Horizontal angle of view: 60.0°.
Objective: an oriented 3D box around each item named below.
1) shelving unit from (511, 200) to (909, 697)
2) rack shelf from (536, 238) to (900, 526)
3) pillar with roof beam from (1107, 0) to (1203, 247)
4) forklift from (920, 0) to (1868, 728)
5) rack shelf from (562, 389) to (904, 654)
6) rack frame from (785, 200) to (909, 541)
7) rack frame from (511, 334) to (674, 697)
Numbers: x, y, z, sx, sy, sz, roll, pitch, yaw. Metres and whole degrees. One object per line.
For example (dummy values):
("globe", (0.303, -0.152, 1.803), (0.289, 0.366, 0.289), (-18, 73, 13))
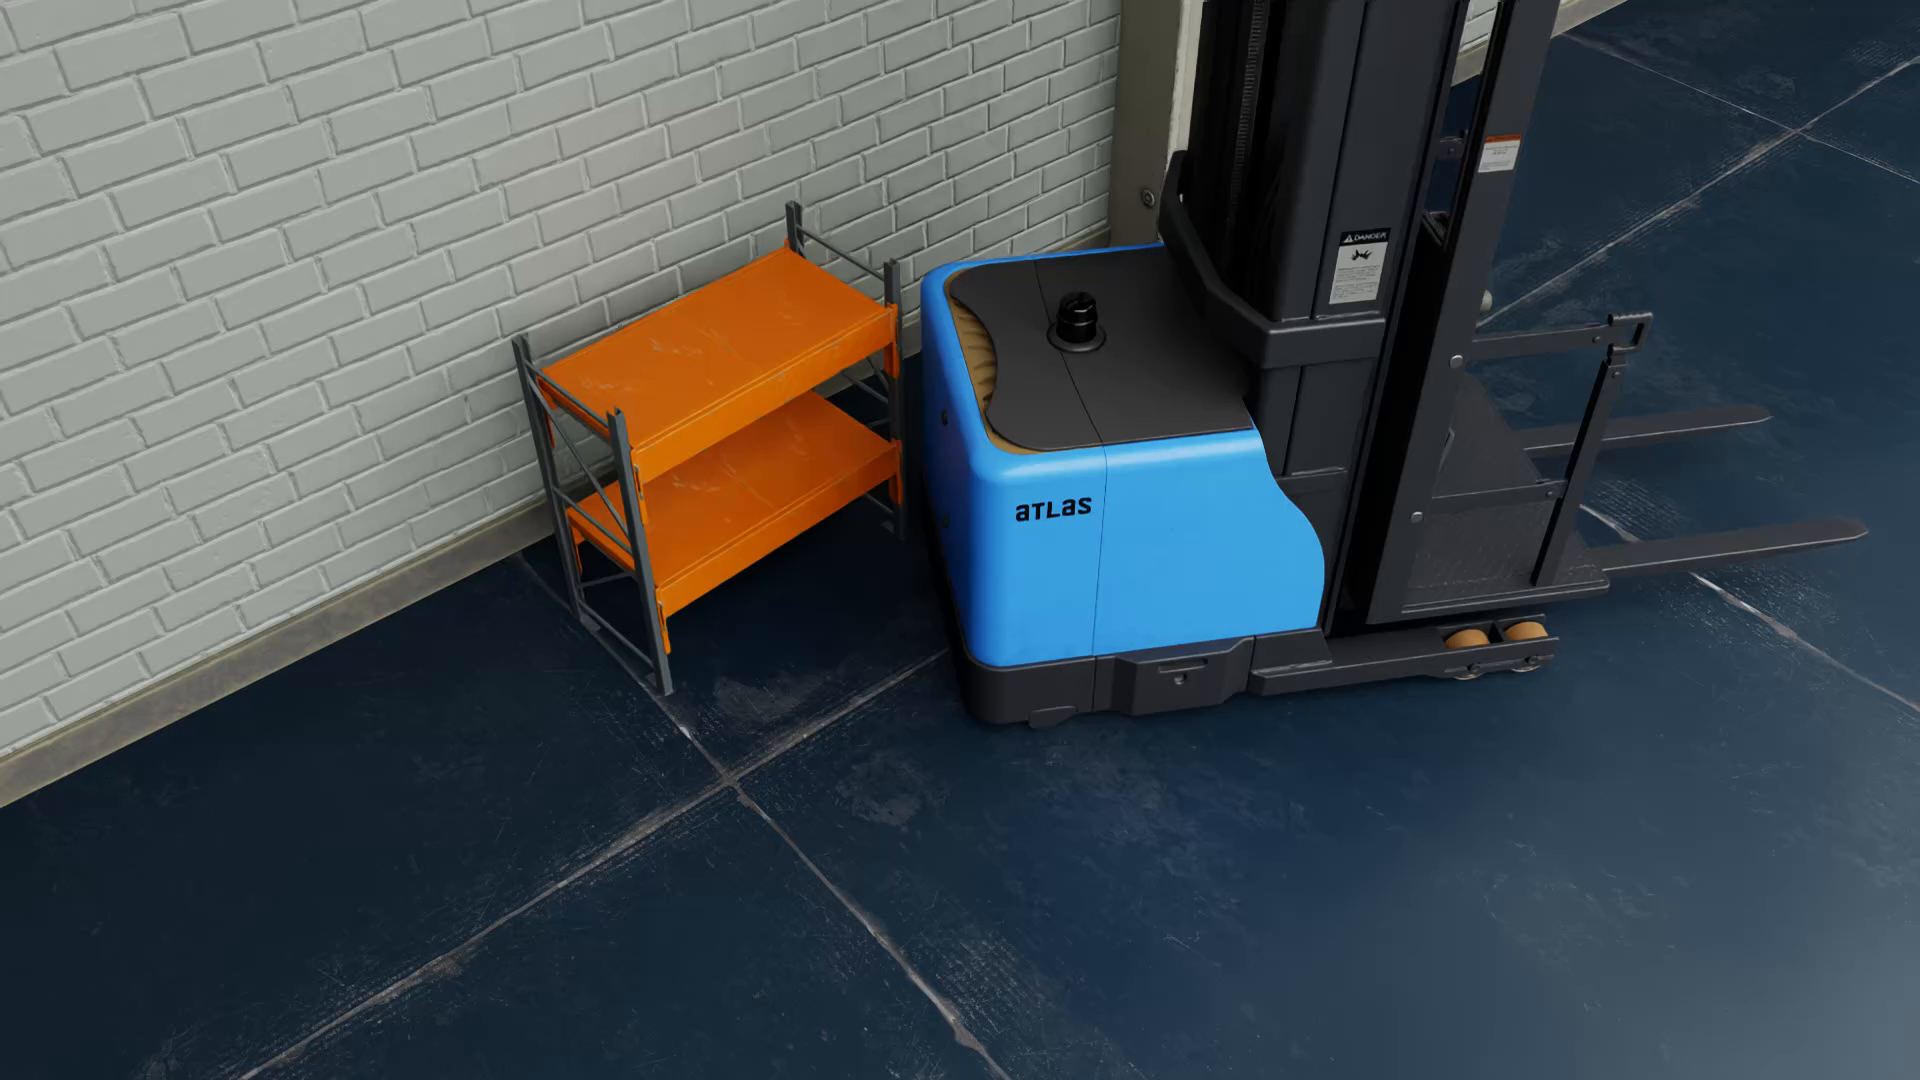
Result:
("shelving unit", (-0.727, -0.291, 5.238), (1.048, 1.125, 0.538), (-34, 53, -31))
("rack shelf", (-0.727, -0.504, 5.038), (1.000, 0.278, 0.538), (-34, 53, -31))
("pillar with roof beam", (3.619, -2.237, 1.558), (0.400, 9.000, 9.100), (-30, 51, -28))
("forklift", (1.432, -0.977, 4.649), (3.031, 2.935, 1.130), (-7, 44, -7))
("rack shelf", (-0.727, -0.113, 5.406), (1.000, 0.278, 0.538), (-34, 53, -31))
("rack frame", (-0.365, -0.535, 5.498), (0.032, 1.125, 0.500), (-34, 53, -31))
("rack frame", (-1.089, -0.047, 4.978), (0.032, 1.125, 0.500), (-34, 53, -31))
